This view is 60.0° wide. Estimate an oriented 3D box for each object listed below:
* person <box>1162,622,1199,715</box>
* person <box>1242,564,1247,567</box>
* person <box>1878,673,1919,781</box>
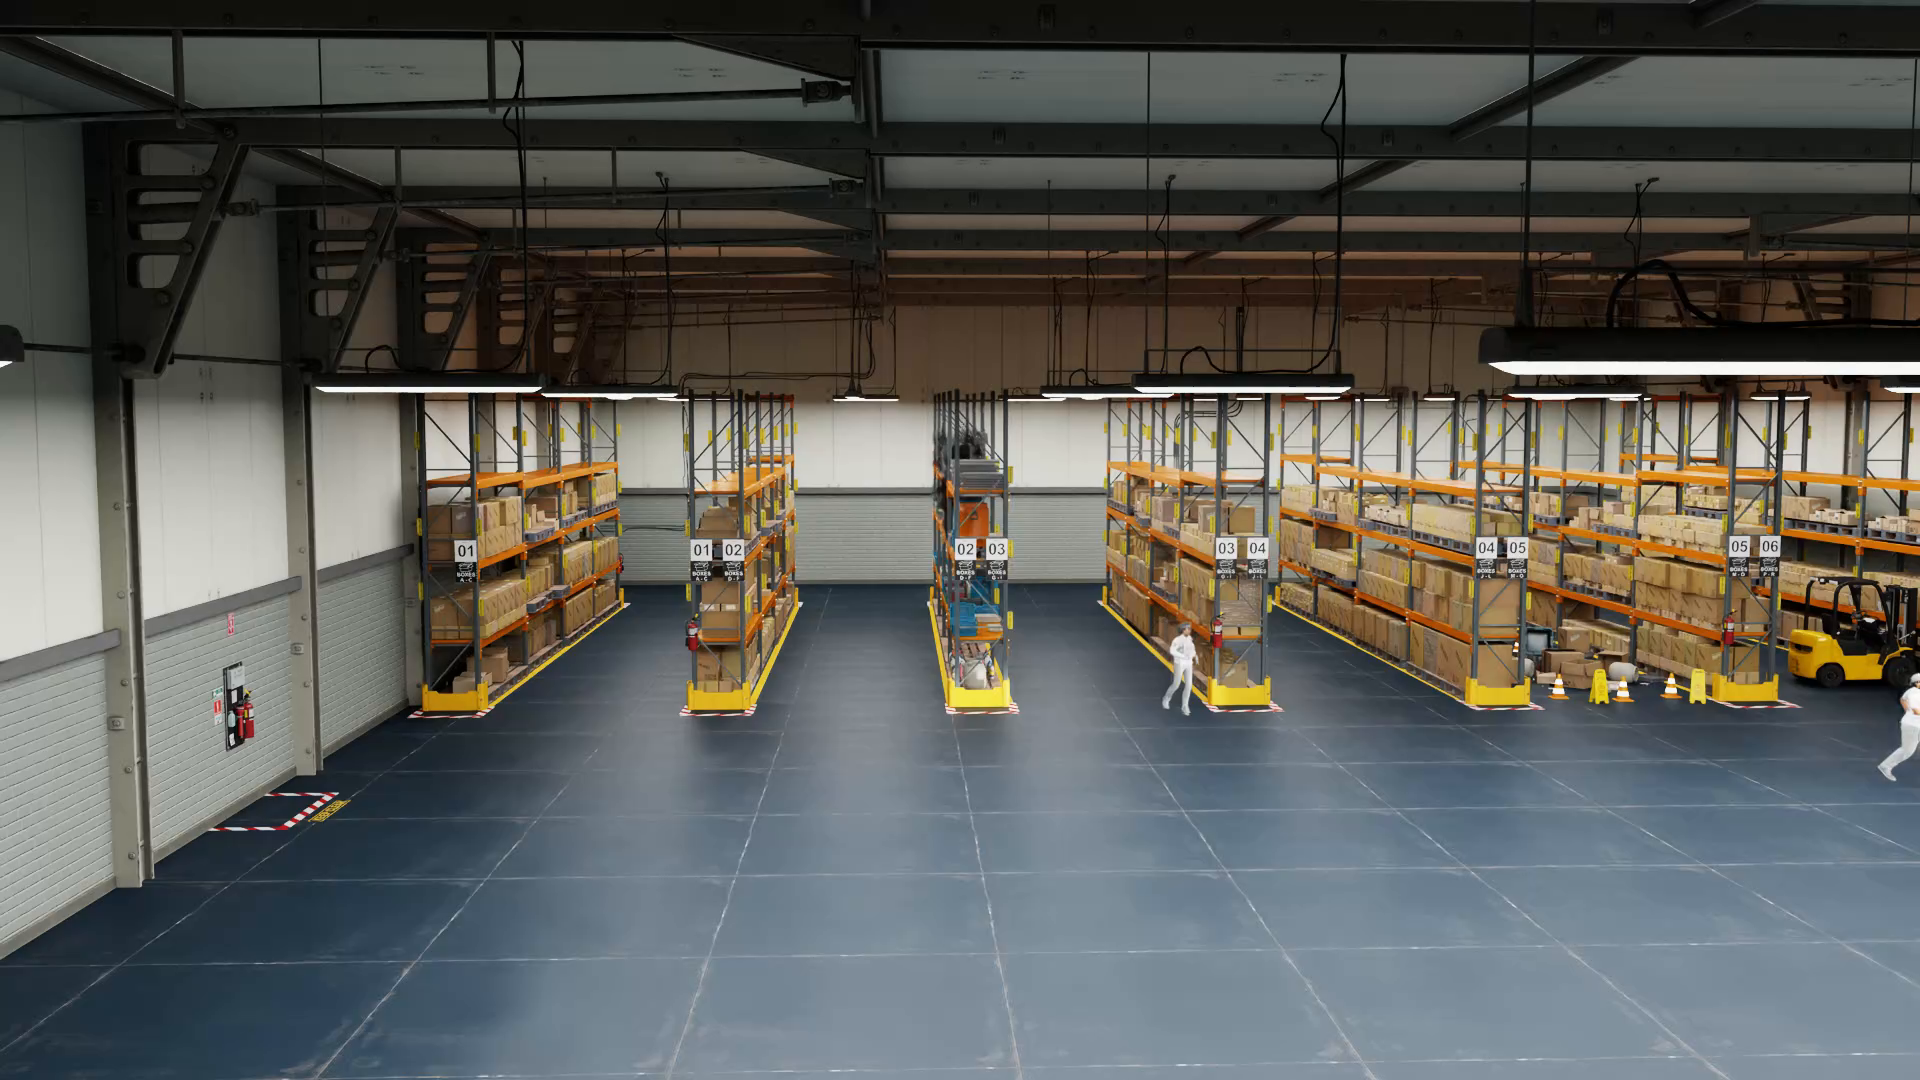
[{"bbox_3d":[4.189,2.360,30.992,0.673,1.692,0.768,-3,6,-32],"label":"person"},{"bbox_3d":[8.231,0.962,48.551,0.539,1.635,0.802,-3,6,-36],"label":"person"},{"bbox_3d":[14.356,2.844,24.992,0.815,1.686,0.624,4,6,38],"label":"person"}]
